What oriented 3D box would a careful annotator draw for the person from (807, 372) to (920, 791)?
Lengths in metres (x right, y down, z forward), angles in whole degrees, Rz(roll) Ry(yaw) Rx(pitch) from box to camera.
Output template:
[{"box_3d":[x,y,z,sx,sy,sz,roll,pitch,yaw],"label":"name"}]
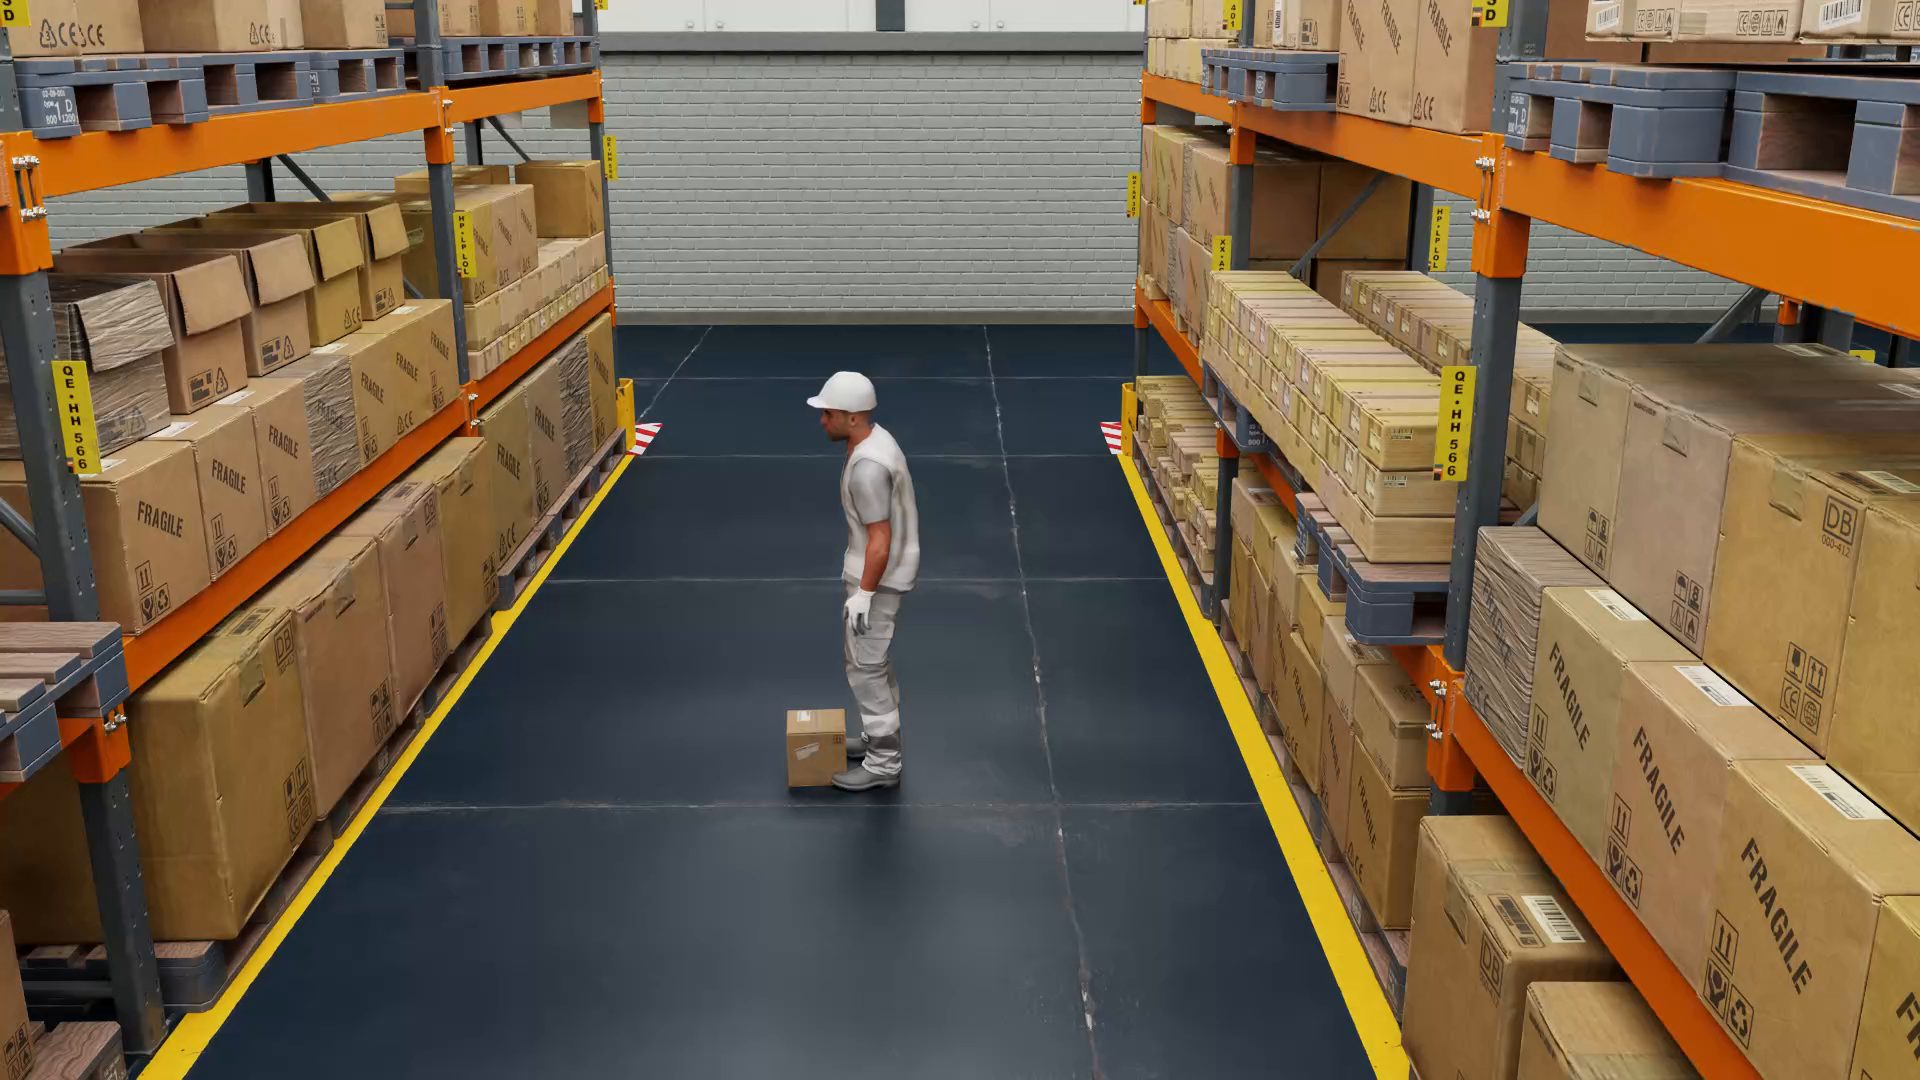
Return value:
[{"box_3d":[-0.394,0.169,6.962,0.452,1.779,0.622,-1,17,-2],"label":"person"}]
